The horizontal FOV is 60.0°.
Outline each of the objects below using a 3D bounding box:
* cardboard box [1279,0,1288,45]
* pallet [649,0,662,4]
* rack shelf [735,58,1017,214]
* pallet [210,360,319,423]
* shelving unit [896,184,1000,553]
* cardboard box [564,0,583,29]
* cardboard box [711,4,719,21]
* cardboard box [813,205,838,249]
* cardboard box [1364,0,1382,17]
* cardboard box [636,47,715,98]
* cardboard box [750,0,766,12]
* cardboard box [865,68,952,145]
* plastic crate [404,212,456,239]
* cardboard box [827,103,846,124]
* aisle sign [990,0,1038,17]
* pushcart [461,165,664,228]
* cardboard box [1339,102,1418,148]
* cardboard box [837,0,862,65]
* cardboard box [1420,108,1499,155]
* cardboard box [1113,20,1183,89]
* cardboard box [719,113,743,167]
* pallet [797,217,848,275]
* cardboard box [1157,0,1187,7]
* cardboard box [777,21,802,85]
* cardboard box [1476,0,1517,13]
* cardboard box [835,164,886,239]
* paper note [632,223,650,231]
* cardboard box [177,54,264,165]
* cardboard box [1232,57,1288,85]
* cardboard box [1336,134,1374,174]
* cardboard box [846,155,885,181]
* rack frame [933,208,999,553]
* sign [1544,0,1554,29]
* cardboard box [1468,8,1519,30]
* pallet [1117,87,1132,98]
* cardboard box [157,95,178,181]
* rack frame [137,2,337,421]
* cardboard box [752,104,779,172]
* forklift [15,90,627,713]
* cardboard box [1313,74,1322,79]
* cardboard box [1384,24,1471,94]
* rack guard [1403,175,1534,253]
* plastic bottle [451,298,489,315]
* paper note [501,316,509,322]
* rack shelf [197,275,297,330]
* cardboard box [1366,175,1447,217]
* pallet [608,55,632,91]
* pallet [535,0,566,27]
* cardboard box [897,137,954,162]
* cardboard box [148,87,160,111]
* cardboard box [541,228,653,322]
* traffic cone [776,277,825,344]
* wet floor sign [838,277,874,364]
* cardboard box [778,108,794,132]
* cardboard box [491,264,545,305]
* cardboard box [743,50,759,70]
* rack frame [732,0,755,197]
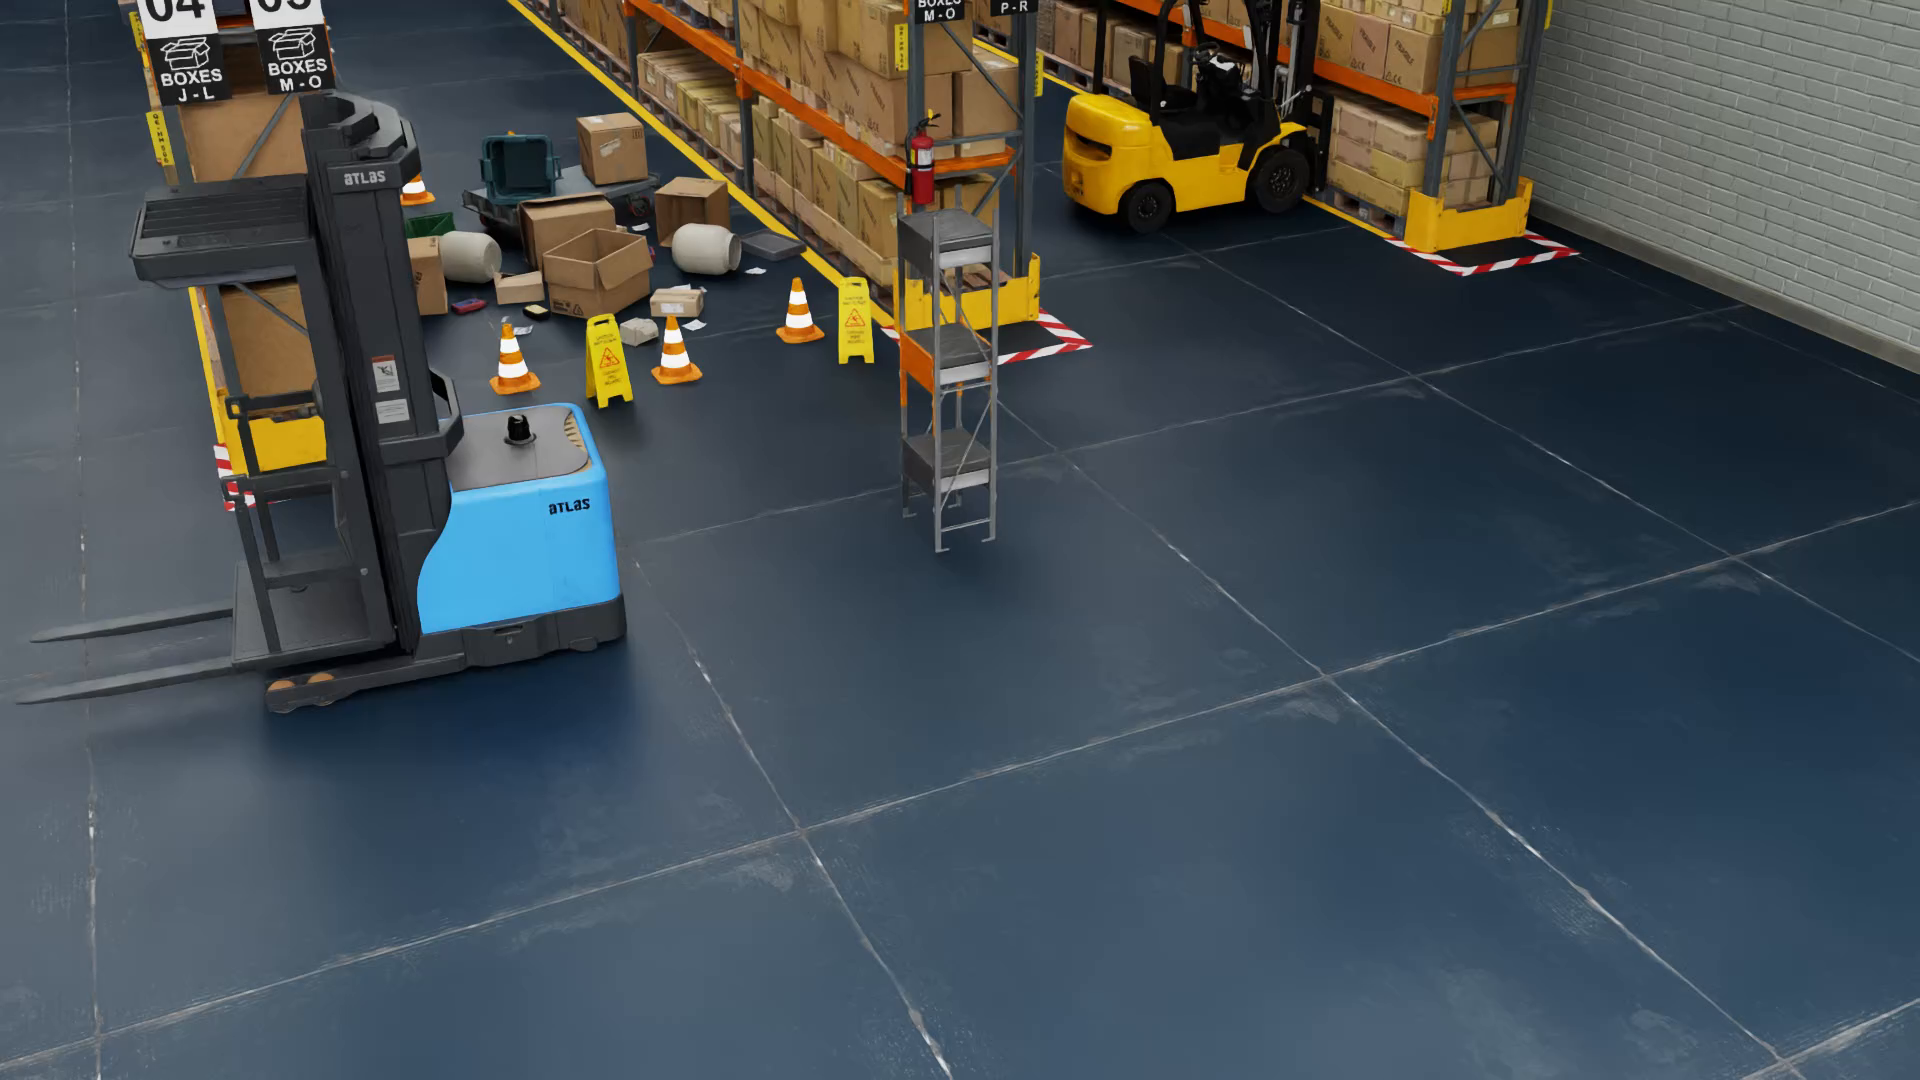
[{"bbox_3d":[3.265,-5.166,16.267,0.500,0.500,0.500,-13,32,-22],"label":"cardboard box"},{"bbox_3d":[-2.943,-6.170,18.356,1.213,0.211,1.003,-13,32,-22],"label":"pallet"},{"bbox_3d":[-0.770,-3.582,14.280,1.077,0.370,4.000,-13,32,-22],"label":"rack shelf"},{"bbox_3d":[-4.752,-1.049,11.878,1.003,0.211,1.213,-13,32,-22],"label":"pallet"},{"bbox_3d":[-0.071,-0.989,9.840,0.431,2.100,0.503,-13,32,-22],"label":"shelving unit"},{"bbox_3d":[-4.724,-7.313,21.940,0.875,0.875,0.875,-12,31,-20],"label":"cardboard box"},{"bbox_3d":[-2.196,-5.143,16.155,0.380,0.149,0.250,-14,32,-23],"label":"cardboard box"},{"bbox_3d":[-0.946,-2.757,14.455,0.500,0.250,0.500,-14,32,-24],"label":"cardboard box"},{"bbox_3d":[3.880,-4.823,14.992,0.380,0.149,0.250,-13,32,-22],"label":"cardboard box"},{"bbox_3d":[-3.112,-5.332,18.922,0.950,0.372,0.625,-15,33,-25],"label":"cardboard box"},{"bbox_3d":[-1.436,-4.919,14.499,0.700,0.500,0.500,-13,32,-22],"label":"cardboard box"},{"bbox_3d":[-0.393,-3.368,12.756,0.500,0.500,0.500,-14,32,-23],"label":"cardboard box"},{"bbox_3d":[-4.798,-2.692,14.774,0.450,0.188,0.662,-7,28,9],"label":"plastic crate"},{"bbox_3d":[-0.877,-3.574,13.786,0.380,0.149,0.250,-13,32,-22],"label":"cardboard box"},{"bbox_3d":[0.396,-4.184,11.960,0.394,0.787,0.004,-13,32,-22],"label":"aisle sign"},{"bbox_3d":[-3.666,-3.135,15.428,0.936,0.377,1.648,26,38,38],"label":"pushcart"},{"bbox_3d":[3.867,-3.839,15.361,0.500,0.250,0.500,-12,32,-21],"label":"cardboard box"},{"bbox_3d":[-0.538,-4.027,12.909,0.700,0.500,0.500,-13,32,-22],"label":"cardboard box"},{"bbox_3d":[4.535,-3.728,15.165,0.500,0.250,0.500,-14,32,-23],"label":"cardboard box"},{"bbox_3d":[2.293,-5.543,19.040,0.875,0.625,0.625,-13,32,-22],"label":"cardboard box"},{"bbox_3d":[-1.856,-4.048,16.632,0.950,0.372,0.625,-13,32,-21],"label":"cardboard box"},{"bbox_3d":[-0.780,-2.734,14.883,1.003,0.211,1.213,-13,32,-22],"label":"pallet"},{"bbox_3d":[2.401,-5.926,17.877,0.500,0.250,0.500,-12,32,-21],"label":"cardboard box"},{"bbox_3d":[-1.251,-4.259,14.344,0.500,0.500,0.500,-13,32,-22],"label":"cardboard box"},{"bbox_3d":[4.619,-4.706,14.479,0.380,0.149,0.250,-14,32,-23],"label":"cardboard box"},{"bbox_3d":[-0.718,-2.852,13.858,0.500,0.500,0.500,-12,31,-20],"label":"cardboard box"},{"bbox_3d":[-2.942,-2.892,15.349,0.148,0.019,0.142,-13,32,-22],"label":"paper note"},{"bbox_3d":[-4.782,-2.861,11.000,0.875,0.550,0.550,-13,32,-22],"label":"cardboard box"},{"bbox_3d":[2.988,-4.736,16.961,0.500,0.250,0.500,-13,32,-22],"label":"cardboard box"},{"bbox_3d":[3.874,-3.631,15.503,0.500,0.250,0.500,-13,32,-22],"label":"cardboard box"},{"bbox_3d":[-0.709,-3.054,13.554,0.380,0.149,0.250,-12,31,-21],"label":"cardboard box"},{"bbox_3d":[0.034,-0.881,9.648,0.400,2.100,0.015,-13,32,-22],"label":"rack frame"},{"bbox_3d":[5.074,-4.582,14.362,0.100,0.325,0.005,-13,32,-22],"label":"sign"},{"bbox_3d":[4.659,-4.587,14.571,0.380,0.149,0.250,-14,32,-23],"label":"cardboard box"},{"bbox_3d":[2.502,-4.924,18.789,1.003,0.211,1.213,-13,32,-22],"label":"pallet"},{"bbox_3d":[-5.504,-3.099,12.529,0.875,0.550,0.550,-13,32,-22],"label":"cardboard box"},{"bbox_3d":[-4.338,-1.929,10.595,1.000,3.000,0.127,-13,32,-22],"label":"rack frame"},{"bbox_3d":[-1.619,-3.773,15.500,0.500,0.500,0.500,-12,31,-20],"label":"cardboard box"},{"bbox_3d":[-3.413,-0.673,8.426,3.031,2.935,1.130,-10,31,-17],"label":"forklift"},{"bbox_3d":[3.675,-4.620,16.754,0.500,0.250,0.500,-13,32,-22],"label":"cardboard box"},{"bbox_3d":[4.122,-4.262,14.655,0.500,0.500,0.500,-14,32,-23],"label":"cardboard box"},{"bbox_3d":[4.581,-2.956,14.982,1.175,0.500,0.348,-13,32,-22],"label":"rack guard"},{"bbox_3d":[-3.997,-1.917,13.579,0.133,0.061,0.283,26,38,38],"label":"plastic bottle"},{"bbox_3d":[-3.665,-1.778,13.383,0.032,0.001,0.123,2,29,4],"label":"paper note"},{"bbox_3d":[-5.197,-2.498,12.347,1.077,0.370,4.000,-13,32,-22],"label":"rack shelf"},{"bbox_3d":[4.083,-3.181,15.212,0.500,0.250,0.500,-13,32,-22],"label":"cardboard box"},{"bbox_3d":[-3.616,-5.694,20.162,1.003,0.211,1.213,-13,32,-22],"label":"pallet"},{"bbox_3d":[-5.318,-7.449,23.292,1.003,0.211,1.213,-13,32,-22],"label":"pallet"},{"bbox_3d":[-0.265,-3.023,12.804,0.380,0.149,0.250,-12,31,-20],"label":"cardboard box"},{"bbox_3d":[-7.214,-3.991,16.144,1.050,0.750,0.750,-13,32,-21],"label":"cardboard box"},{"bbox_3d":[-2.952,-2.168,13.575,0.637,0.503,0.797,13,32,21],"label":"cardboard box"},{"bbox_3d":[-1.261,-1.825,13.005,0.336,0.463,0.334,-13,32,-22],"label":"traffic cone"},{"bbox_3d":[-0.796,-1.677,12.554,0.267,0.644,0.232,-3,29,-5],"label":"wet floor sign"},{"bbox_3d":[-1.397,-3.762,14.816,0.380,0.149,0.250,-12,31,-20],"label":"cardboard box"},{"bbox_3d":[-3.654,-2.130,13.751,0.396,0.266,0.258,-8,30,-13],"label":"cardboard box"},{"bbox_3d":[-1.783,-4.463,15.373,0.380,0.149,0.250,-13,32,-22],"label":"cardboard box"},{"bbox_3d":[-1.628,-4.779,15.679,1.000,3.000,0.127,-13,32,-22],"label":"rack frame"}]
